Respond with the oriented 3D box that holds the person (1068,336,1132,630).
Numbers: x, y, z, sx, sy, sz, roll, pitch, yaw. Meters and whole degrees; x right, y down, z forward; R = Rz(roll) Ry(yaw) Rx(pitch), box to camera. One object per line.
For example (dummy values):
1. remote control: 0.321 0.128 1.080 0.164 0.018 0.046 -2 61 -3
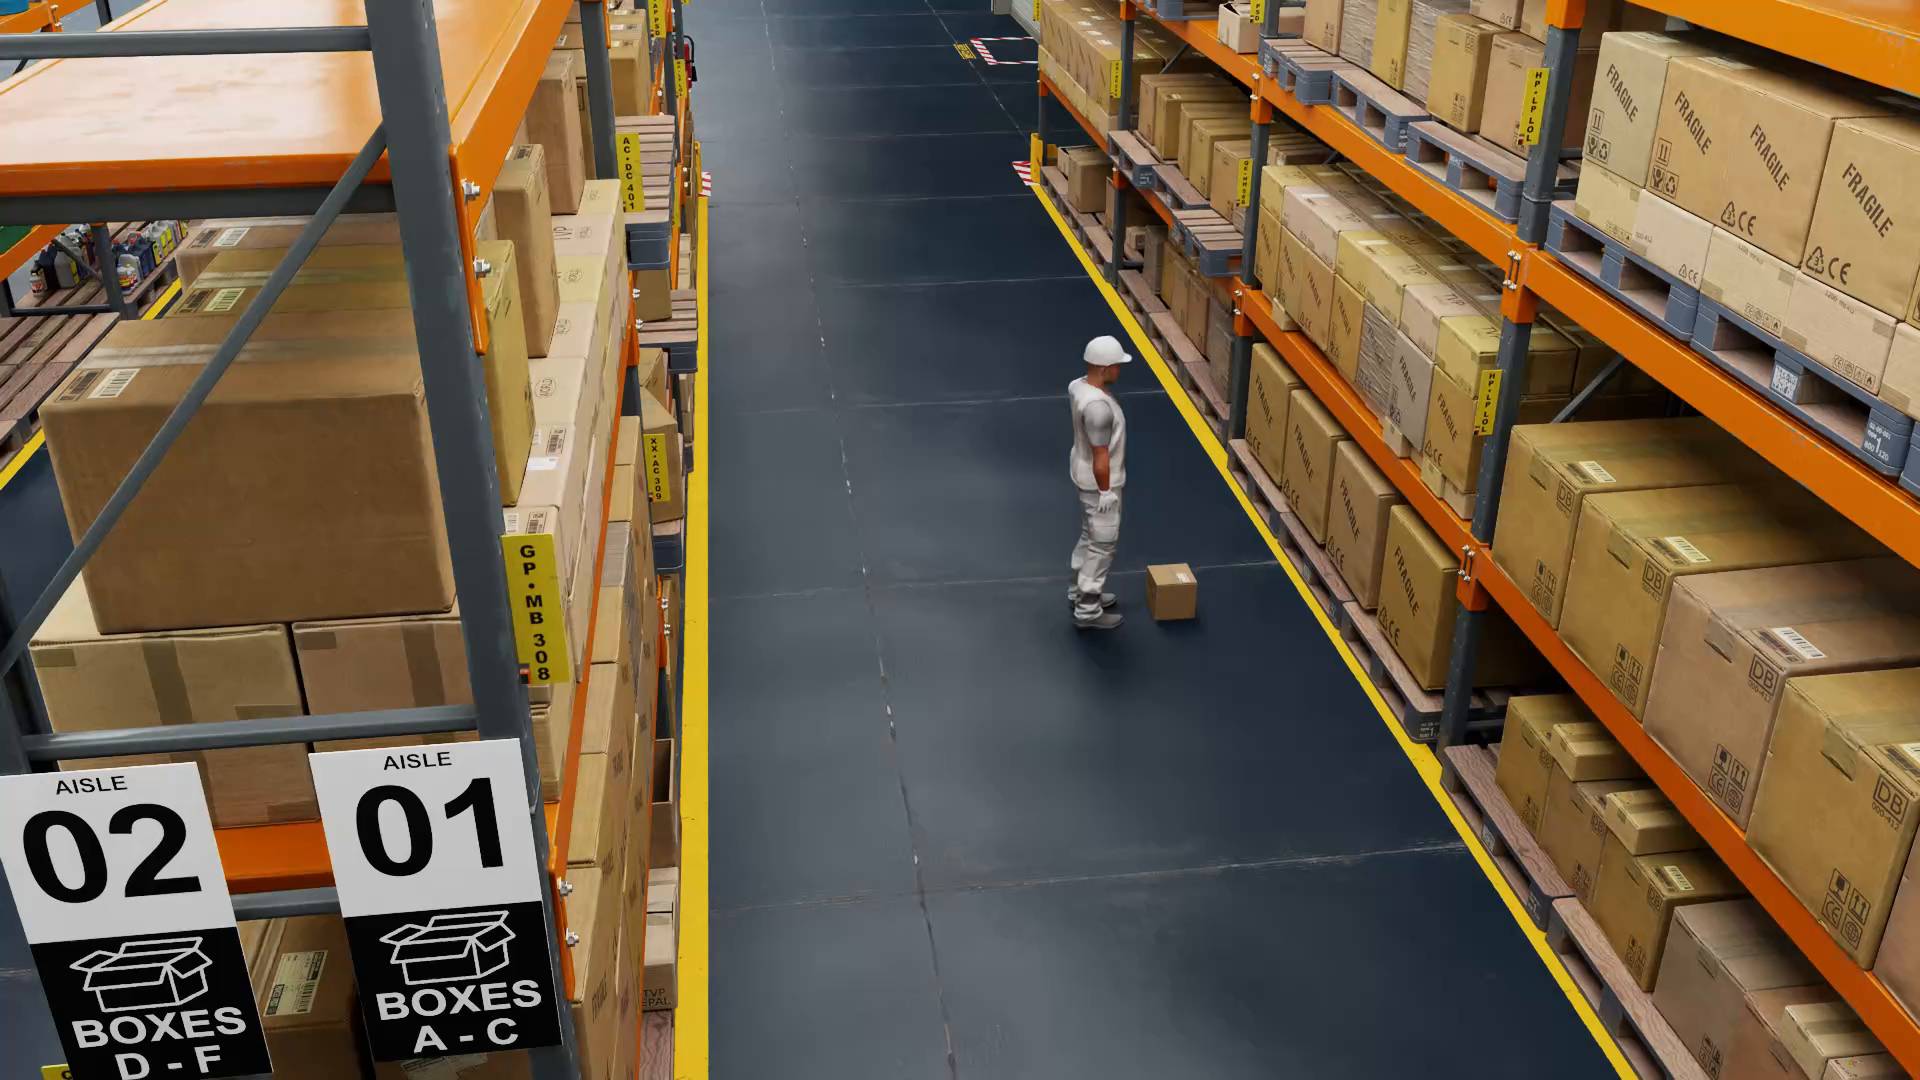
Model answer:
1. person: 0.807 -0.345 9.770 0.345 1.782 0.527 -3 27 -6
